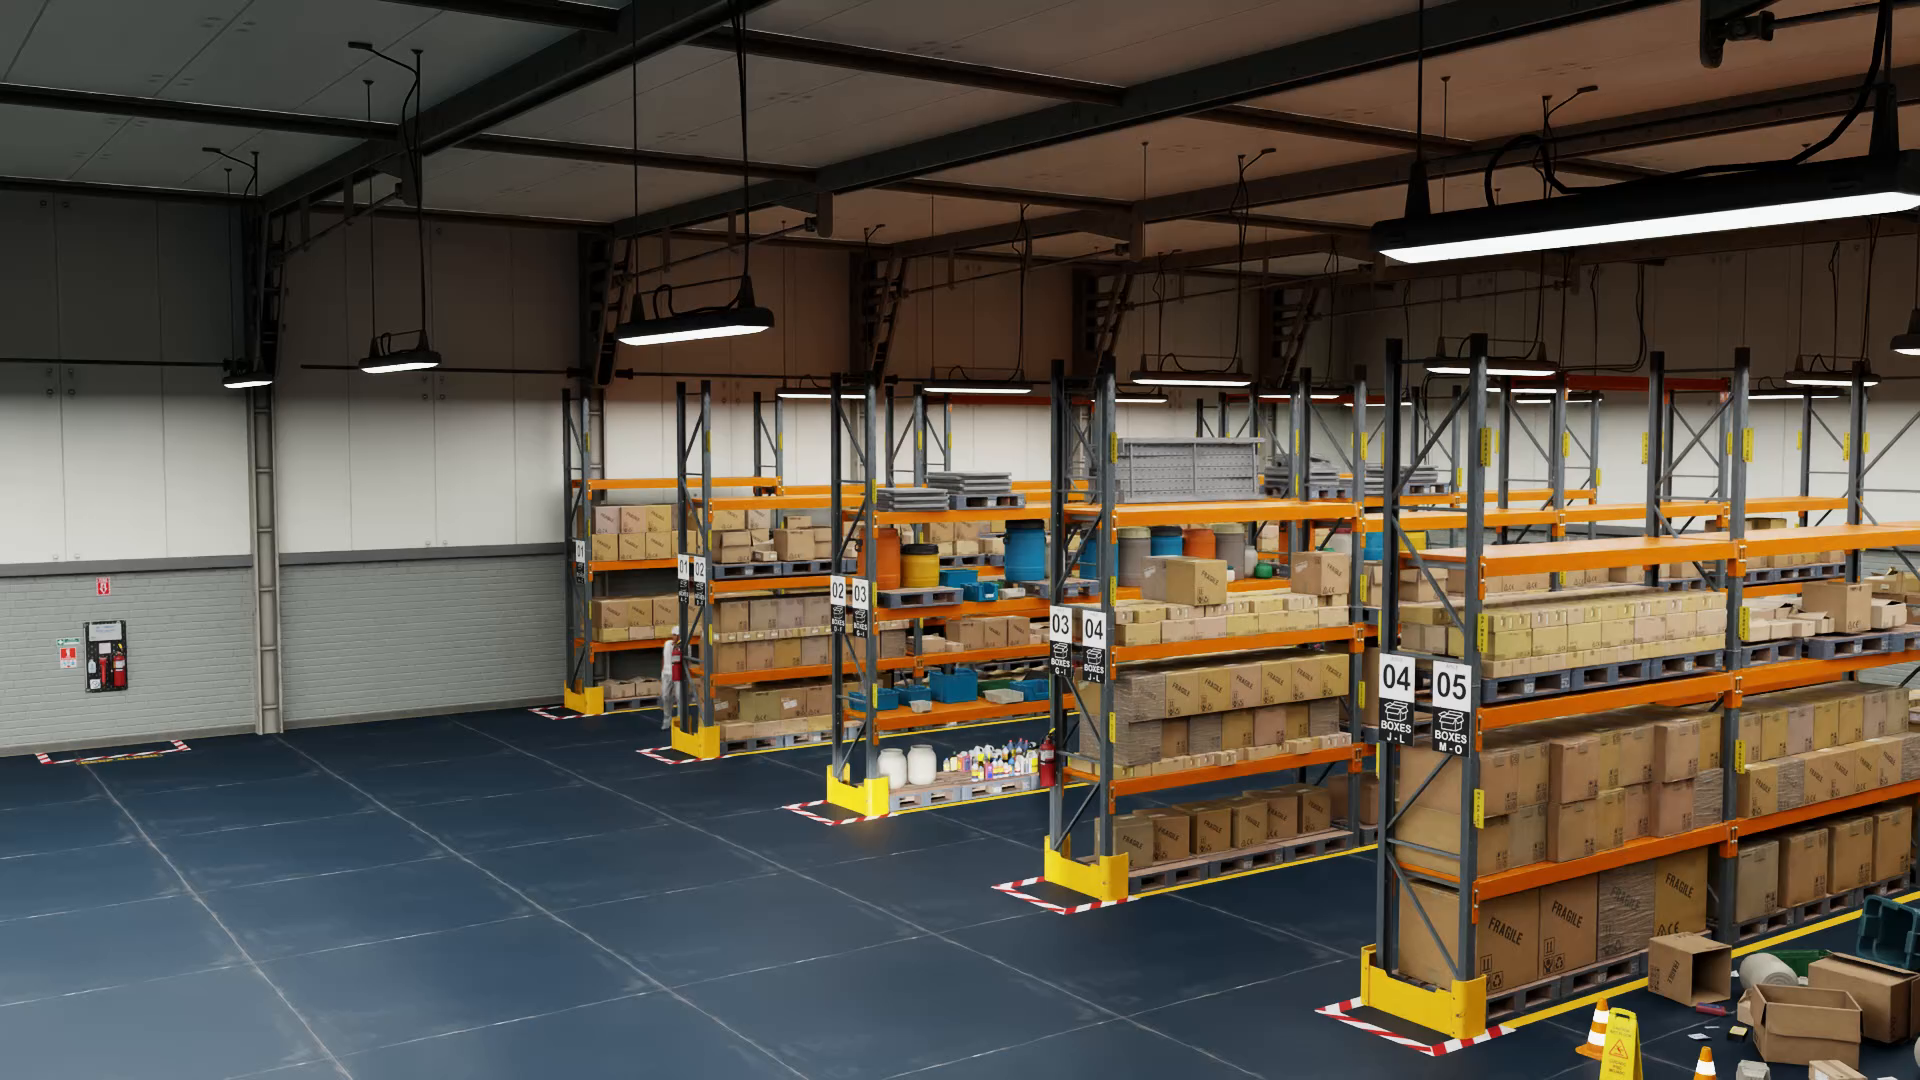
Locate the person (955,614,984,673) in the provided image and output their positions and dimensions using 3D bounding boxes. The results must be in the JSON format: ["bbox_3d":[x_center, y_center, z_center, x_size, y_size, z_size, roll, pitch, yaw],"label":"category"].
[{"bbox_3d":[0.205,2.208,33.024,0.872,1.642,0.492,-3,5,-38],"label":"person"}]

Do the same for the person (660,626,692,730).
[{"bbox_3d":[-5.011,2.430,29.164,0.583,1.850,0.517,1,4,9],"label":"person"}]
